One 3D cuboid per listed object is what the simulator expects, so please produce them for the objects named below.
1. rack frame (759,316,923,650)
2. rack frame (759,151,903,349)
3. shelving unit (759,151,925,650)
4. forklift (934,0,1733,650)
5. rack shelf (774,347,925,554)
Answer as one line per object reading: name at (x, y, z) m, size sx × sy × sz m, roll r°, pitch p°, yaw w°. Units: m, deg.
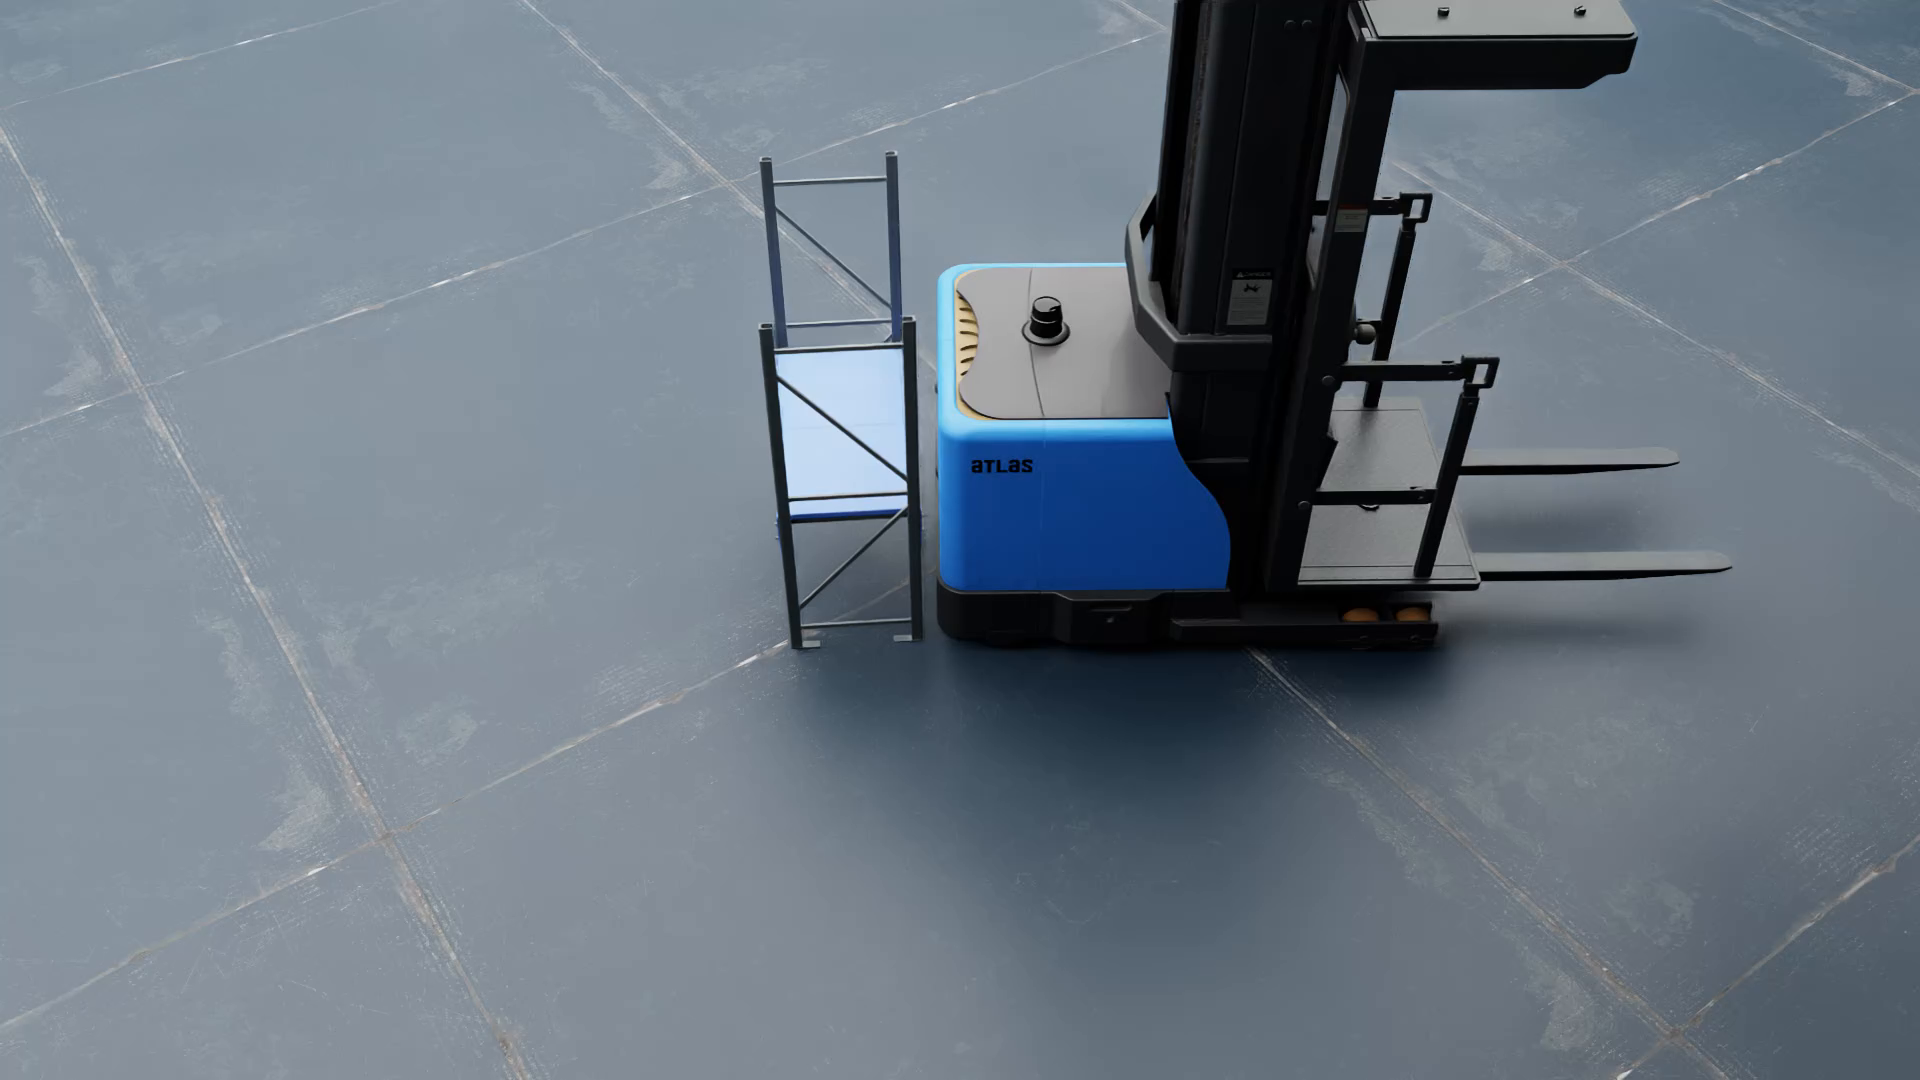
rack frame at (-0.392, -0.152, 5.823) m, size 0.500 × 1.500 × 0.032 m, roll -3°, pitch 44°, yaw -3°
rack frame at (-0.477, -0.851, 6.556) m, size 0.500 × 1.500 × 0.032 m, roll -3°, pitch 44°, yaw -3°
shelving unit at (-0.434, -0.502, 6.189) m, size 0.538 × 1.500 × 1.048 m, roll -3°, pitch 44°, yaw -3°
forklift at (1.422, -1.013, 5.688) m, size 3.031 × 2.935 × 1.130 m, roll -1°, pitch 44°, yaw -1°
rack shelf at (-0.434, -0.372, 6.314) m, size 0.538 × 0.185 × 1.000 m, roll -3°, pitch 44°, yaw -3°
